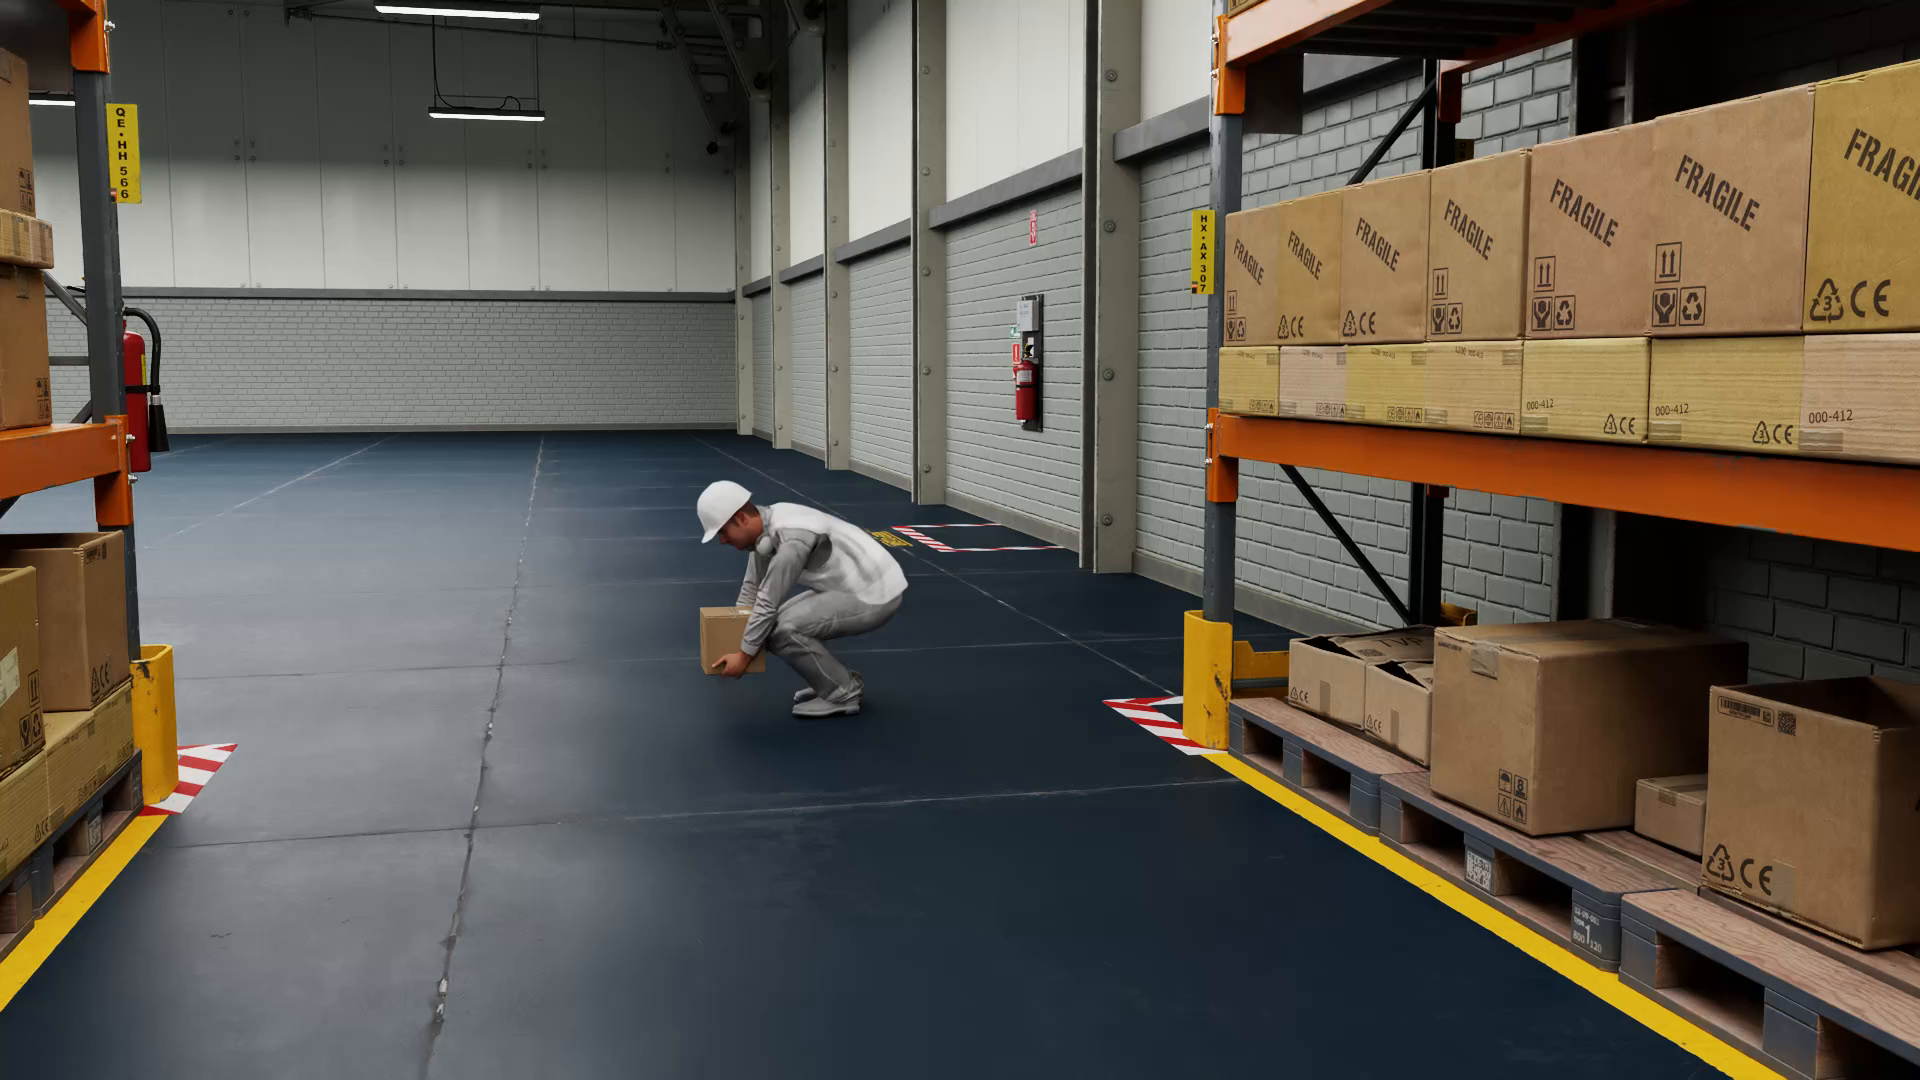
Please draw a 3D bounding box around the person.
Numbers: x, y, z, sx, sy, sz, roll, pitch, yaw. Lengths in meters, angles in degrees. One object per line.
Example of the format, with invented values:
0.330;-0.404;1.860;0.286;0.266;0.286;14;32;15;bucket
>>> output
-0.678;0.243;7.159;0.894;1.017;0.515;-2;6;-15;person
